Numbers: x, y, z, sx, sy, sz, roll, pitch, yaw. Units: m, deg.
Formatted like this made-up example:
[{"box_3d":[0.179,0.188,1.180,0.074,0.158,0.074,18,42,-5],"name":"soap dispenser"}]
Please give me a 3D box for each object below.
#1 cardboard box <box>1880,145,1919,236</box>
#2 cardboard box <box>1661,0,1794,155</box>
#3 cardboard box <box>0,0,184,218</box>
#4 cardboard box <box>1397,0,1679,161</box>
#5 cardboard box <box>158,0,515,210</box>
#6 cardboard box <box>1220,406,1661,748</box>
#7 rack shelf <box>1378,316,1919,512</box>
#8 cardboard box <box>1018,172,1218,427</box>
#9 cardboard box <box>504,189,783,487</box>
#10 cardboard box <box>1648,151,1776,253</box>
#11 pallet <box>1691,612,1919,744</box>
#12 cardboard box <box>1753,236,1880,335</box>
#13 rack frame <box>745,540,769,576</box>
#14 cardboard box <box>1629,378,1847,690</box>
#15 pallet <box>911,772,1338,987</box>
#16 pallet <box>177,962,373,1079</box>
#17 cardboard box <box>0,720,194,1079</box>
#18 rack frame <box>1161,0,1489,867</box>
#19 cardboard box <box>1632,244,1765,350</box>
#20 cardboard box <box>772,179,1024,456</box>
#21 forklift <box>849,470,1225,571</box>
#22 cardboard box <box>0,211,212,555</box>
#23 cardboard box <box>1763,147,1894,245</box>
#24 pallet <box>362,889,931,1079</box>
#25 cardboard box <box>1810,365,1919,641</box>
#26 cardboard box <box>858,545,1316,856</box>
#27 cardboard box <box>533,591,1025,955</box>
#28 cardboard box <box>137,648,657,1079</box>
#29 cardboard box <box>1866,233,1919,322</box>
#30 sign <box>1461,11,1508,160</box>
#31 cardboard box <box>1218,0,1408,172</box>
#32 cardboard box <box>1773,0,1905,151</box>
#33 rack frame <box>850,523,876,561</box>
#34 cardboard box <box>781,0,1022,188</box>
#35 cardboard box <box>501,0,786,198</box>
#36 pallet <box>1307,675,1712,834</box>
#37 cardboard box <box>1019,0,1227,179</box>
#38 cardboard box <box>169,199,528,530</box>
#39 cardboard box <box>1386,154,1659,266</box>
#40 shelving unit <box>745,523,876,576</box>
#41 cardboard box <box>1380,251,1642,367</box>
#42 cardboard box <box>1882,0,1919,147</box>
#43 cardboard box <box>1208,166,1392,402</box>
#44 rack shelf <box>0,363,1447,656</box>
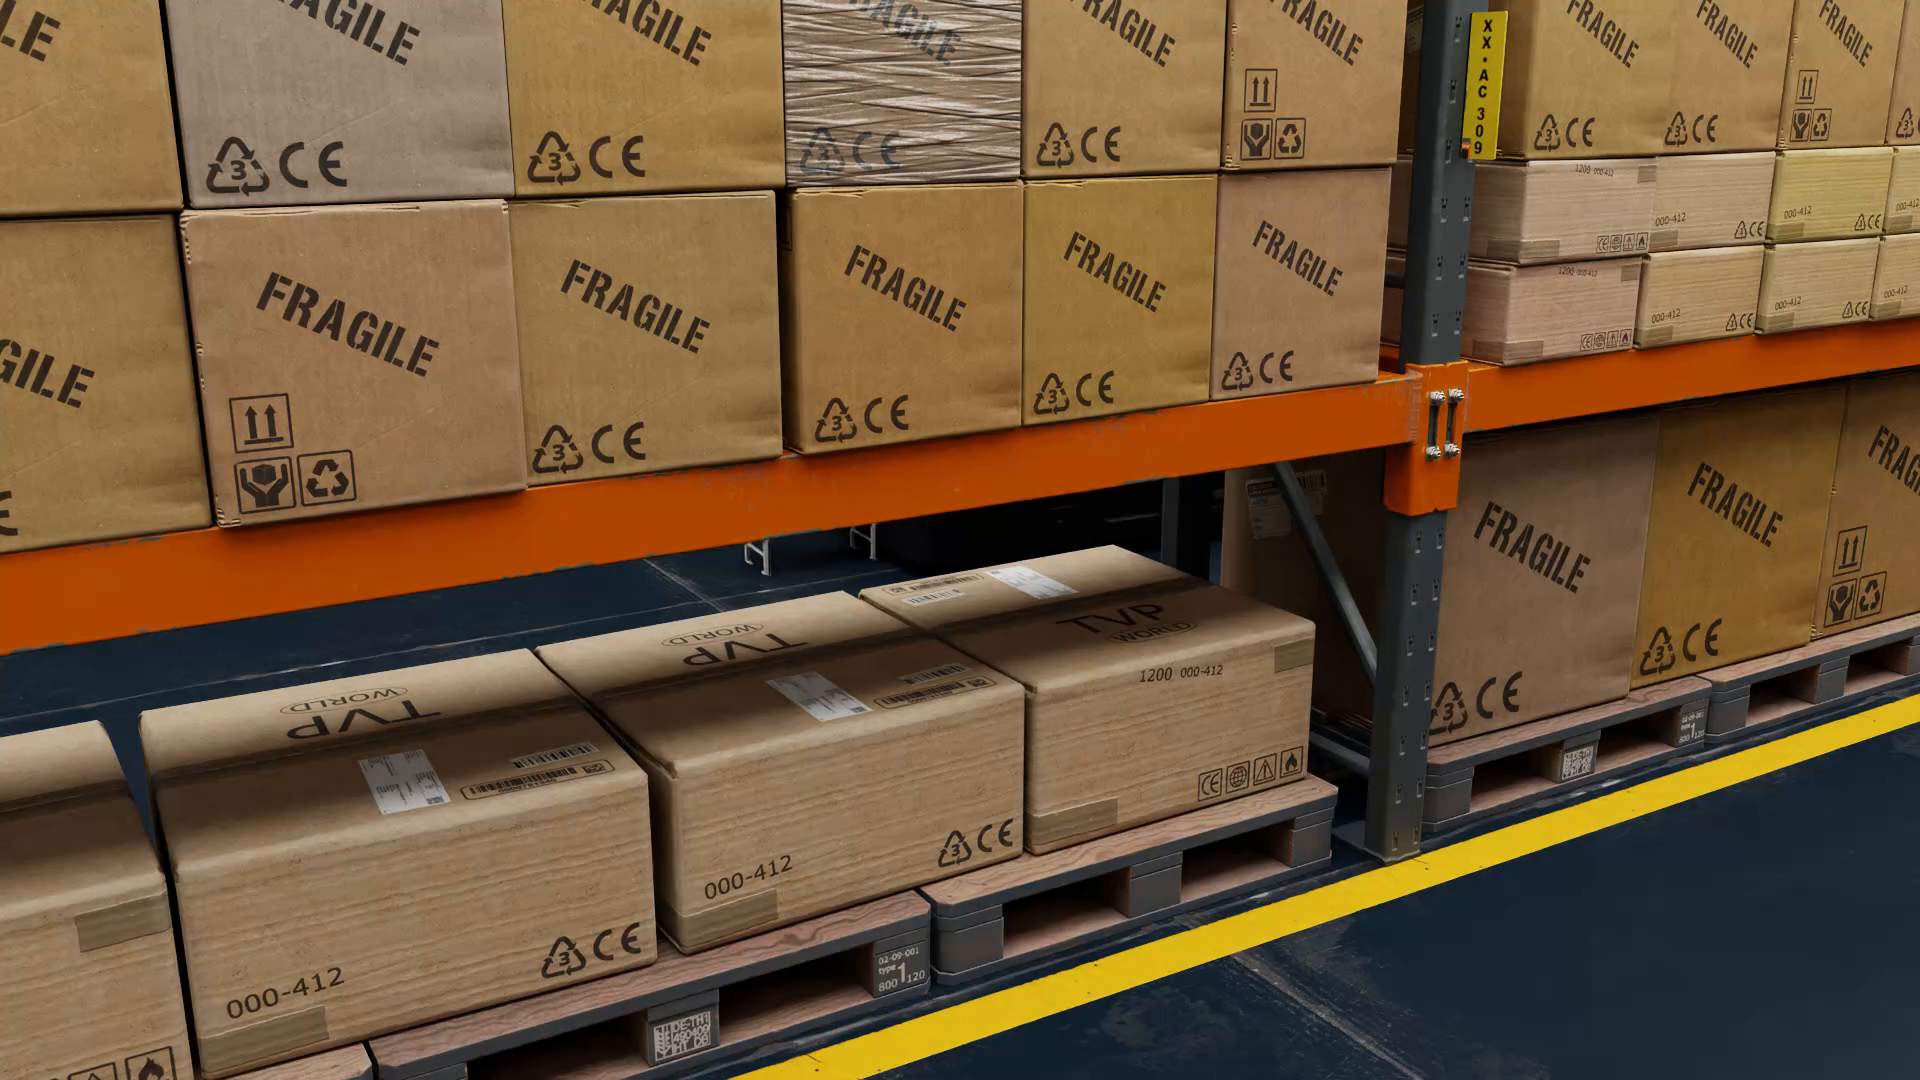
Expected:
[{"box_3d":[2.746,-1.090,5.093,0.500,0.250,0.500,-10,18,-31],"name":"cardboard box"},{"box_3d":[1.859,-1.313,4.499,0.500,0.500,0.500,-9,18,-30],"name":"cardboard box"},{"box_3d":[-1.519,-0.760,2.525,0.500,0.500,0.500,-10,18,-31],"name":"cardboard box"},{"box_3d":[1.437,-1.236,4.224,0.500,0.500,0.500,-9,18,-29],"name":"cardboard box"},{"box_3d":[-1.082,-0.833,2.786,0.500,0.500,0.500,-9,18,-30],"name":"cardboard box"},{"box_3d":[1.402,0.004,4.995,0.875,0.875,0.875,-9,18,-28],"name":"cardboard box"},{"box_3d":[2.627,-0.643,5.481,4.000,0.370,1.077,-9,18,-30],"name":"rack shelf"},{"box_3d":[0.208,-0.564,3.678,0.500,0.500,0.500,-10,18,-31],"name":"cardboard box"},{"box_3d":[-0.672,-0.421,3.169,0.500,0.500,0.500,-9,18,-28],"name":"cardboard box"},{"box_3d":[1.867,-0.955,4.612,0.500,0.250,0.500,-9,18,-29],"name":"cardboard box"},{"box_3d":[2.582,0.335,5.822,1.213,0.211,1.003,-9,18,-30],"name":"pallet"},{"box_3d":[2.316,-0.780,4.911,0.500,0.250,0.500,-9,18,-30],"name":"cardboard box"},{"box_3d":[-0.852,-0.458,6.819,0.015,1.200,0.240,-8,18,-27],"name":"rack frame"},{"box_3d":[2.173,-0.123,5.450,0.875,0.875,0.875,-9,18,-28],"name":"cardboard box"},{"box_3d":[0.220,0.718,4.456,1.213,0.211,1.003,-9,18,-30],"name":"pallet"},{"box_3d":[-1.871,1.058,3.246,1.213,0.211,1.003,-9,18,-30],"name":"pallet"},{"box_3d":[-2.002,0.761,3.107,0.875,0.438,0.875,-10,18,-32],"name":"cardboard box"},{"box_3d":[0.912,-0.712,4.392,0.127,3.000,1.000,-9,18,-30],"name":"rack frame"},{"box_3d":[1.868,-0.712,4.670,0.500,0.250,0.500,-10,18,-31],"name":"cardboard box"},{"box_3d":[-0.215,-0.490,3.416,0.500,0.500,0.500,-10,18,-31],"name":"cardboard box"},{"box_3d":[0.935,-1.544,7.487,3.031,2.935,1.130,-8,18,-27],"name":"forklift"},{"box_3d":[-1.538,-0.281,2.670,0.500,0.500,0.500,-10,18,-31],"name":"cardboard box"},{"box_3d":[2.313,-1.019,4.840,0.500,0.250,0.500,-9,18,-29],"name":"cardboard box"},{"box_3d":[-0.827,0.889,3.847,1.213,0.211,1.003,-9,18,-30],"name":"pallet"},{"box_3d":[2.939,-0.247,5.893,0.875,0.875,0.875,-9,18,-29],"name":"cardboard box"},{"box_3d":[0.319,0.382,4.458,0.875,0.438,0.875,-10,18,-31],"name":"cardboard box"},{"box_3d":[-0.448,0.507,4.014,0.875,0.438,0.875,-10,18,-31],"name":"cardboard box"},{"box_3d":[-1.222,0.632,3.568,0.875,0.438,0.875,-9,18,-28],"name":"cardboard box"},{"box_3d":[2.749,-0.847,5.152,0.500,0.250,0.500,-10,18,-31],"name":"cardboard box"},{"box_3d":[1.199,-1.039,3.807,0.005,0.325,0.100,-9,18,-30],"name":"sign"},{"box_3d":[0.650,-1.112,3.781,0.500,0.500,0.500,-9,18,-30],"name":"cardboard box"},{"box_3d":[2.291,-1.382,4.746,0.500,0.500,0.500,-10,18,-31],"name":"cardboard box"},{"box_3d":[-0.420,-0.519,7.038,0.015,1.200,0.240,-8,18,-27],"name":"rack frame"},{"box_3d":[-0.221,-0.970,3.276,0.500,0.500,0.500,-9,18,-29],"name":"cardboard box"},{"box_3d":[-0.655,-0.903,3.035,0.500,0.500,0.500,-9,18,-29],"name":"cardboard box"},{"box_3d":[1.535,0.506,5.213,1.213,0.211,1.003,-9,18,-30],"name":"pallet"},{"box_3d":[0.211,-1.043,3.537,0.500,0.500,0.500,-10,18,-31],"name":"cardboard box"},{"box_3d":[-1.093,-0.348,2.907,0.500,0.500,0.500,-9,18,-30],"name":"cardboard box"},{"box_3d":[1.435,-0.876,4.330,0.500,0.250,0.500,-10,18,-31],"name":"cardboard box"},{"box_3d":[-0.636,-0.488,6.928,0.503,1.200,0.258,-8,18,-27],"name":"shelving unit"},{"box_3d":[1.425,-0.640,4.412,0.500,0.250,0.500,-10,18,-31],"name":"cardboard box"},{"box_3d":[2.730,-1.456,5.008,0.500,0.500,0.500,-10,18,-31],"name":"cardboard box"},{"box_3d":[0.646,-0.636,3.937,0.500,0.500,0.500,-9,18,-29],"name":"cardboard box"},{"box_3d":[-0.802,-0.087,3.497,4.000,0.370,1.077,-9,18,-30],"name":"rack shelf"}]
